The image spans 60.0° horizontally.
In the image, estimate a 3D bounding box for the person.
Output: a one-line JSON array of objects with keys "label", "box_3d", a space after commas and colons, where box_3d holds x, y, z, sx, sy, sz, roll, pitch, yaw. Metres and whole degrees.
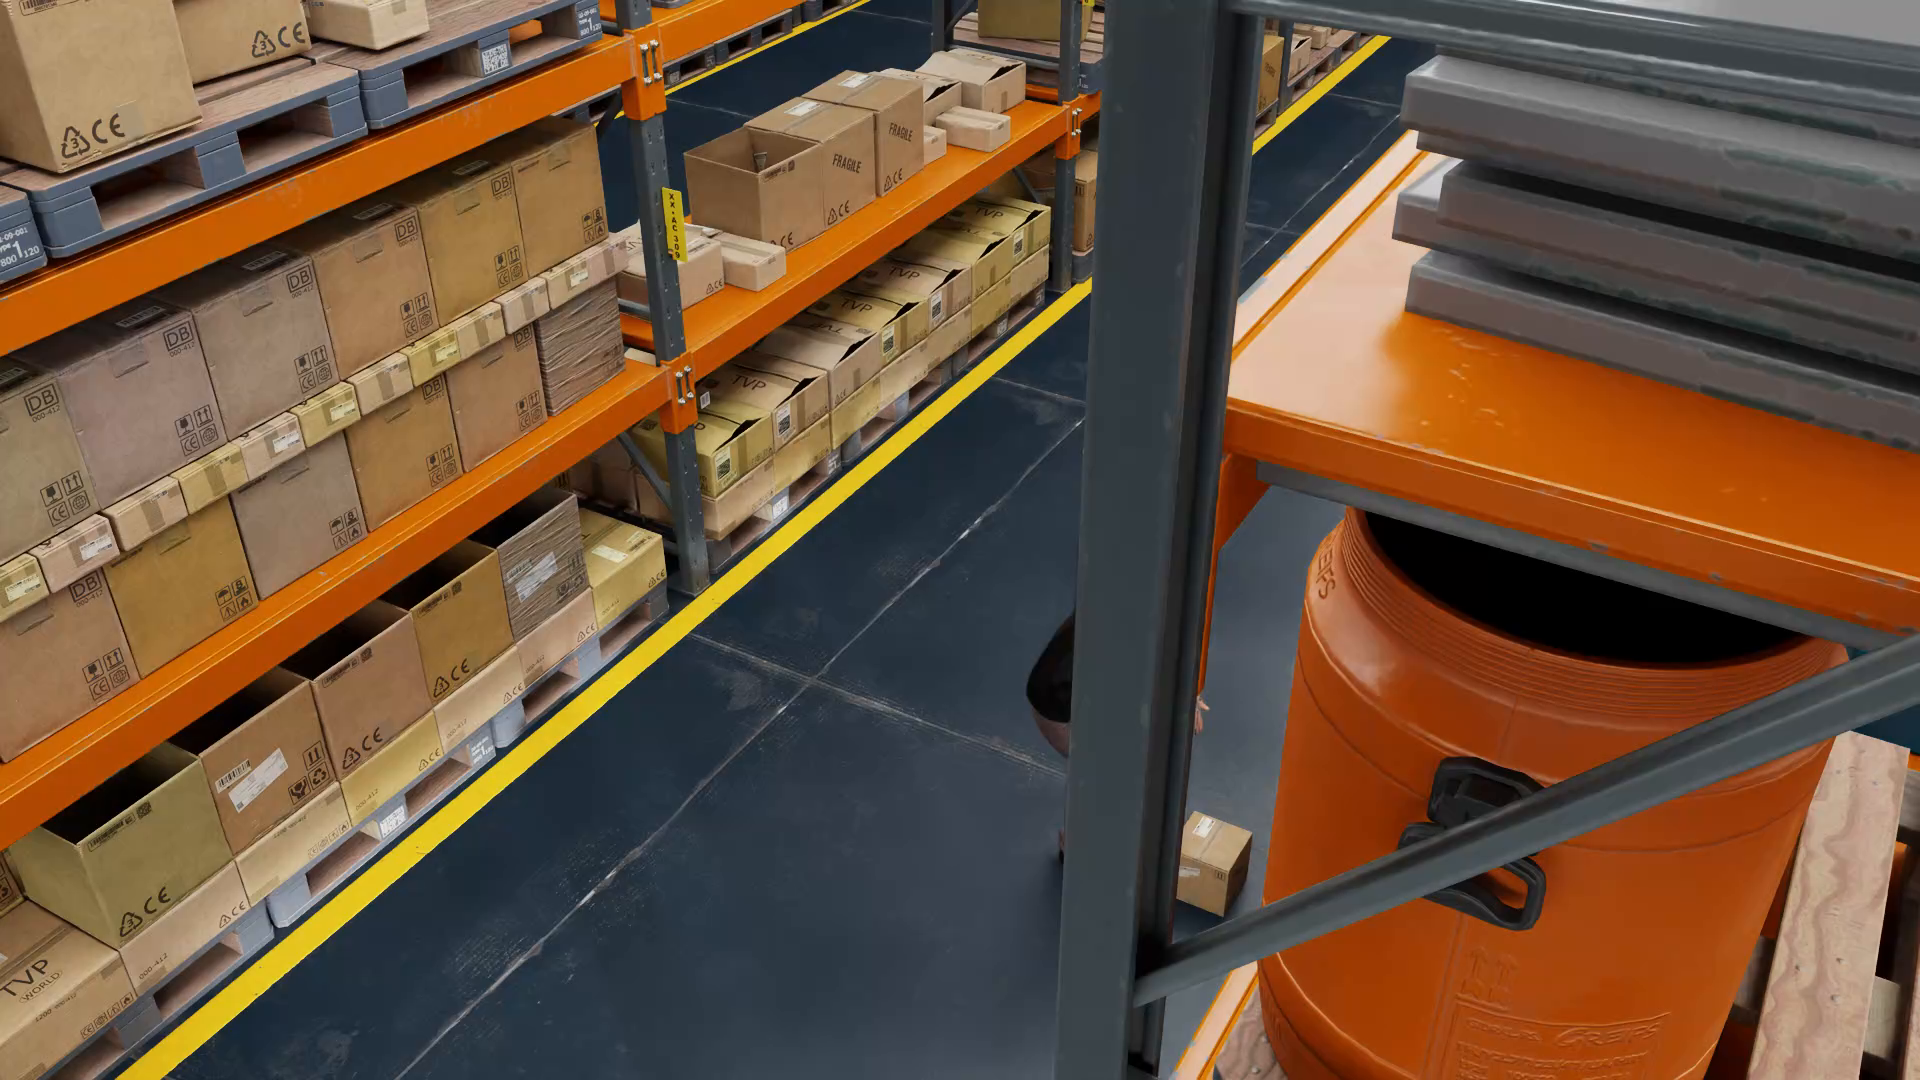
[{"label": "person", "box_3d": [0.616, 0.639, 6.454, 0.670, 1.461, 0.590, 18, 38, 25]}]
